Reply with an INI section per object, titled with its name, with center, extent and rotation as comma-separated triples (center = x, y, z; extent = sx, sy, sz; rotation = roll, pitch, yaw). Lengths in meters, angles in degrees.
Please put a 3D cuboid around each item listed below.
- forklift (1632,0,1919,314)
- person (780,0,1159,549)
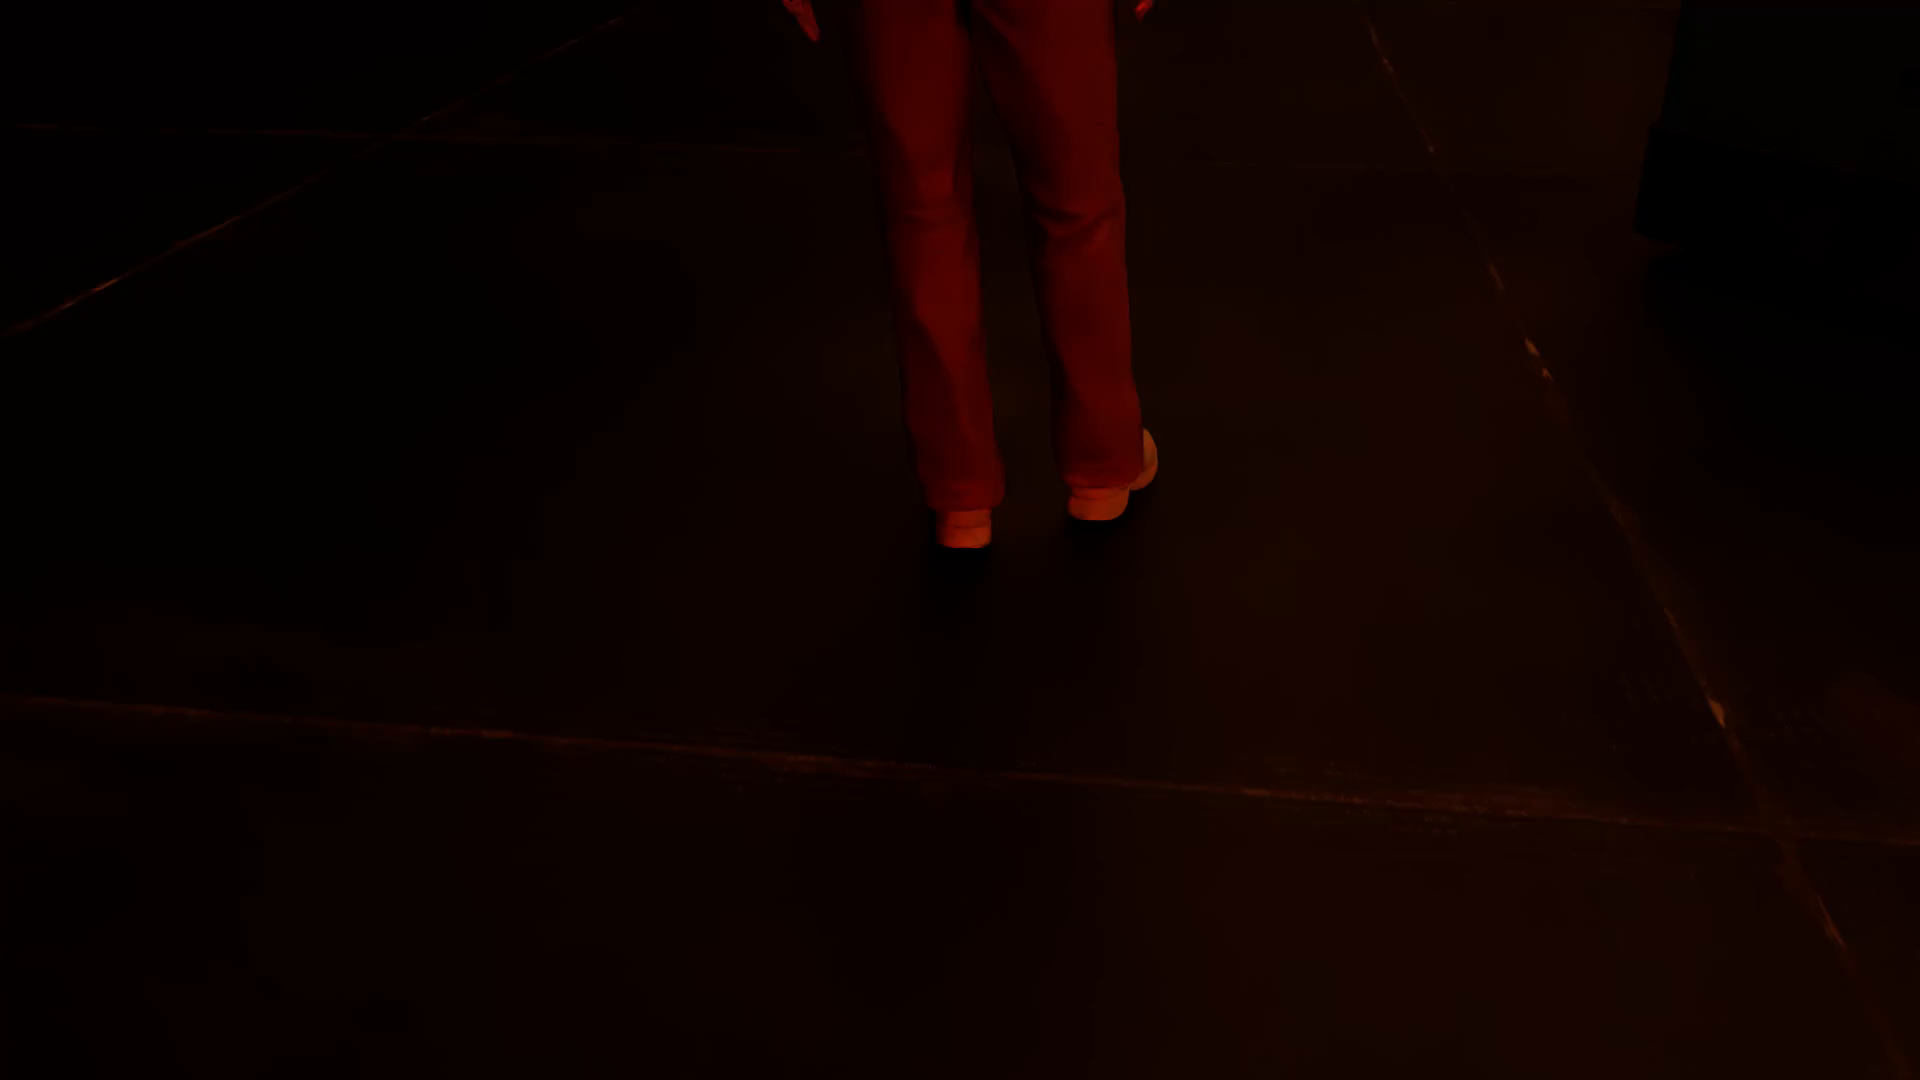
[forklift]
center = 3.028, -2.119, 3.465
extent = 3.031, 2.935, 1.130
rotation = -16, 31, -29
[person]
center = 0.021, -0.788, 2.187
extent = 0.554, 1.674, 0.548
rotation = 3, 27, 7
